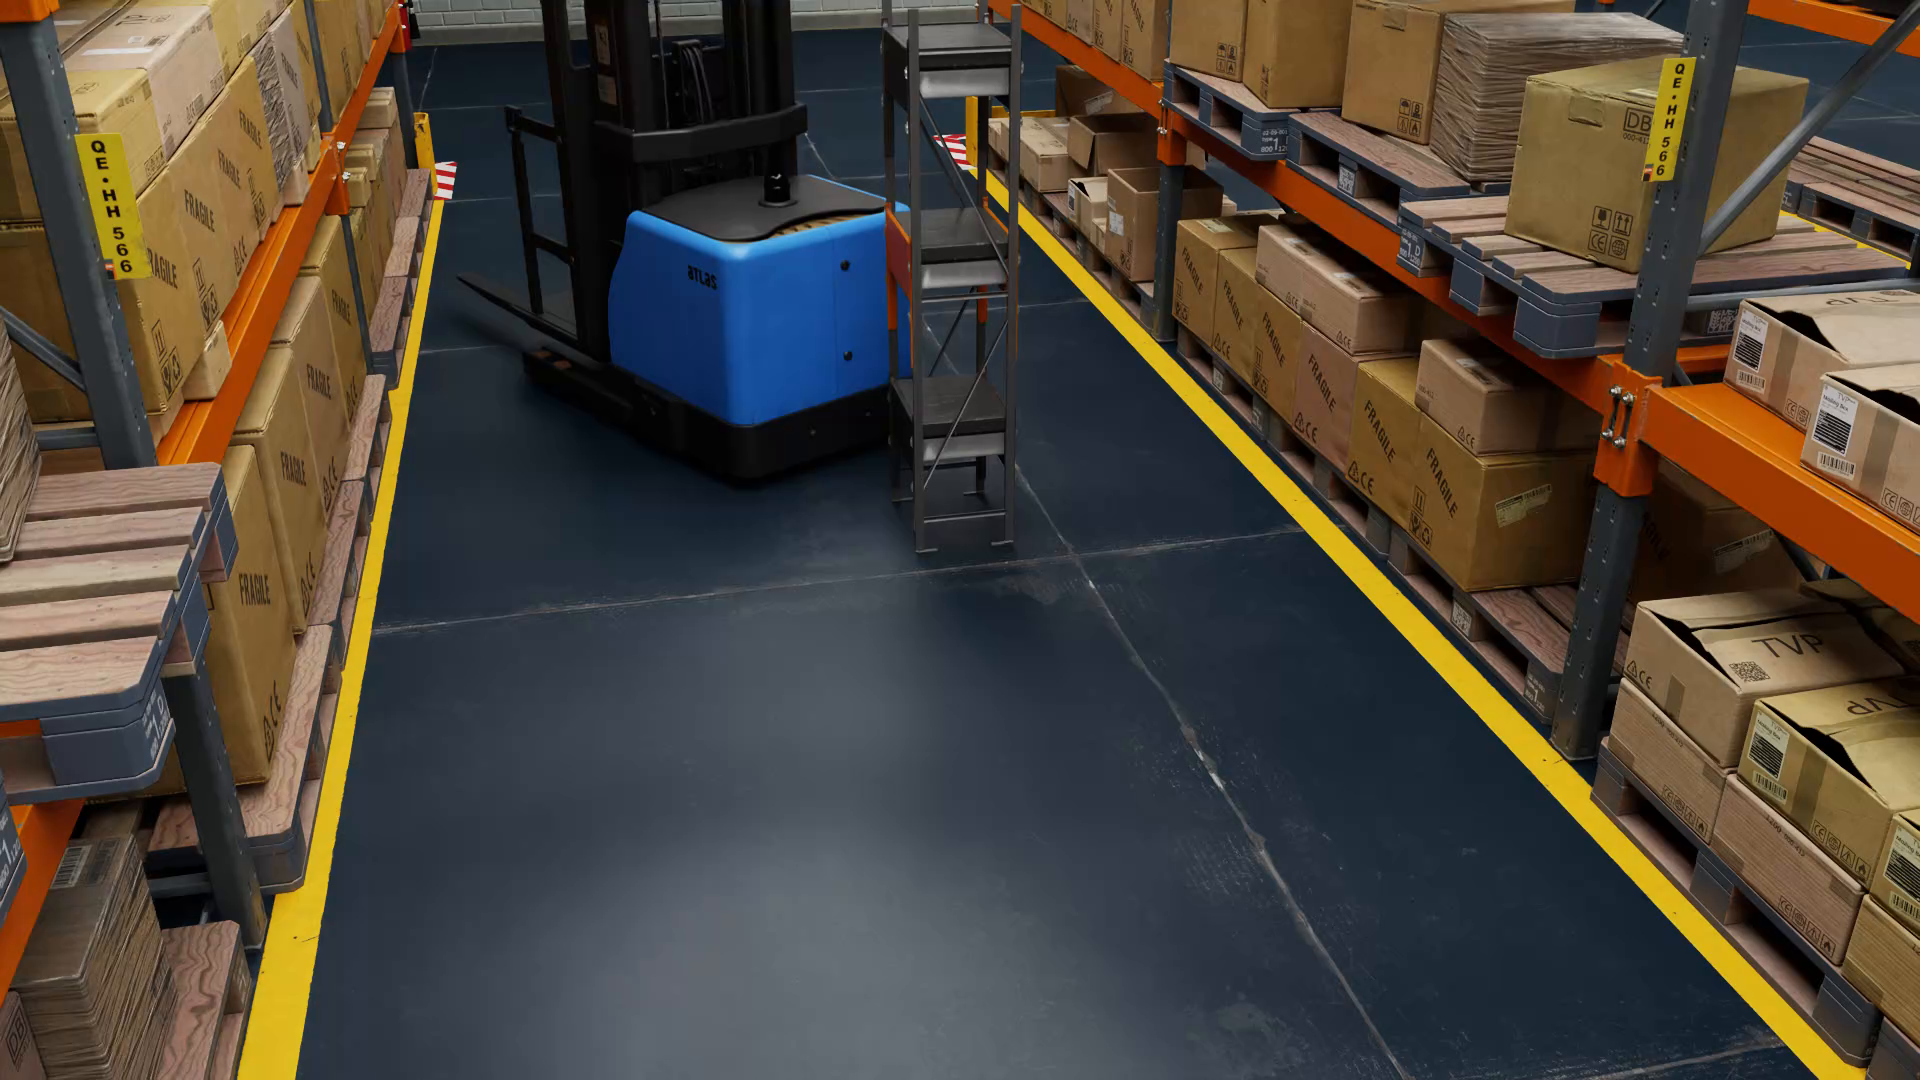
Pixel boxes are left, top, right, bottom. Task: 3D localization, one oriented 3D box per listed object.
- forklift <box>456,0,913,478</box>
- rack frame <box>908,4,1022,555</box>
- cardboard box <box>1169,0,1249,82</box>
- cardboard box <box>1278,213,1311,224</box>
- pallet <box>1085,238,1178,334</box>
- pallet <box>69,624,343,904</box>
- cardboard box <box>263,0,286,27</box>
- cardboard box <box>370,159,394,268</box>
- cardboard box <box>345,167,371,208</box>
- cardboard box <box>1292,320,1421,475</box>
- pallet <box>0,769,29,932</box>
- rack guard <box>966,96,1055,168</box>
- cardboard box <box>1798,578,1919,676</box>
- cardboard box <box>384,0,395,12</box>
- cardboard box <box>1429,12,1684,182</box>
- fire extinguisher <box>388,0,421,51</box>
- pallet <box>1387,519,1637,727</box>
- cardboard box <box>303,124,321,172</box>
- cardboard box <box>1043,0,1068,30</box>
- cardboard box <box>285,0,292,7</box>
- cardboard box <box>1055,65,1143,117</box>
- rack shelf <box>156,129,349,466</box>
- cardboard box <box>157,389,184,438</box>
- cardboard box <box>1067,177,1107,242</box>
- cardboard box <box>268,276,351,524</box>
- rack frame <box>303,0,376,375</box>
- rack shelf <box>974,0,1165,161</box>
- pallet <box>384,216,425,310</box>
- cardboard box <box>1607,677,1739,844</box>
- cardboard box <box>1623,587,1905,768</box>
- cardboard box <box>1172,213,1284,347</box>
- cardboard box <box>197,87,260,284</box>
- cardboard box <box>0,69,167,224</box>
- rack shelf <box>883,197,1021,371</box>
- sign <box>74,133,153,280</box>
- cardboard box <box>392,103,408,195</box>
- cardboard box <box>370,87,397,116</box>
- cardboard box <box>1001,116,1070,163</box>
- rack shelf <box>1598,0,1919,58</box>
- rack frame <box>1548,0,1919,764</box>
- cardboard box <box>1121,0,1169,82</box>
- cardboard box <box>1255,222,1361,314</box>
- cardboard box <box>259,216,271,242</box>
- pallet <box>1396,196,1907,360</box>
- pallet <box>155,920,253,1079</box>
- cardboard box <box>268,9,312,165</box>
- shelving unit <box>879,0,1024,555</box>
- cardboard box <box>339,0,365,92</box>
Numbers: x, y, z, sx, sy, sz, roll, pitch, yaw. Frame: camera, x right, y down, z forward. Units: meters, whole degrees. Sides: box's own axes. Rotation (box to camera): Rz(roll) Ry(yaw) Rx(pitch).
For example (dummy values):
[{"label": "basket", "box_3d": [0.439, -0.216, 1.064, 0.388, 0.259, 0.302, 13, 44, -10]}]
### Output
[{"label": "forklift", "box_3d": [-1.525, -2.157, 7.770, 1.130, 2.935, 3.031, -22, 34, -36]}, {"label": "rack frame", "box_3d": [0.018, -0.903, 6.209, 0.400, 2.100, 0.015, -6, 27, -12]}, {"label": "cardboard box", "box_3d": [1.411, -2.456, 7.711, 0.700, 0.500, 0.500, -16, 31, -29]}, {"label": "cardboard box", "box_3d": [1.913, -1.348, 8.378, 0.500, 0.500, 0.500, -6, 27, -12]}, {"label": "pallet", "box_3d": [1.369, -1.512, 9.511, 1.003, 0.211, 1.213, -6, 27, -12]}, {"label": "pallet", "box_3d": [-2.506, 0.697, 5.135, 1.003, 0.211, 1.213, -6, 27, -12]}, {"label": "cardboard box", "box_3d": [-2.843, -2.067, 6.221, 0.500, 0.250, 0.500, -5, 27, -10]}, {"label": "cardboard box", "box_3d": [-3.595, -1.807, 9.309, 0.700, 0.500, 0.500, -5, 27, -10]}, {"label": "cardboard box", "box_3d": [-3.271, -1.819, 8.613, 0.380, 0.149, 0.250, -5, 27, -10]}, {"label": "cardboard box", "box_3d": [1.744, -0.623, 6.942, 0.500, 0.500, 0.500, -7, 28, -14]}, {"label": "pallet", "box_3d": [-1.916, 0.756, 2.136, 1.003, 0.211, 1.213, -6, 27, -12]}, {"label": "rack guard", "box_3d": [0.638, -3.062, 12.261, 1.175, 0.500, 0.348, -6, 27, -12]}, {"label": "cardboard box", "box_3d": [2.782, 0.296, 4.799, 0.500, 0.311, 0.500, -5, 27, -10]}, {"label": "cardboard box", "box_3d": [-4.080, -3.617, 10.255, 0.980, 0.700, 0.700, -5, 27, -9]}, {"label": "cardboard box", "box_3d": [2.152, -1.617, 6.048, 0.700, 0.500, 0.500, -1, 27, -2]}, {"label": "fire extinguisher", "box_3d": [-3.789, -3.618, 11.090, 0.296, 0.674, 0.183, -6, 27, -12]}, {"label": "pallet", "box_3d": [2.292, 0.214, 6.091, 1.003, 0.211, 1.213, -6, 27, -12]}, {"label": "cardboard box", "box_3d": [-2.871, -1.619, 6.885, 0.380, 0.149, 0.250, -5, 27, -11]}, {"label": "cardboard box", "box_3d": [0.807, -3.368, 9.983, 0.500, 0.500, 0.500, -6, 27, -11]}, {"label": "cardboard box", "box_3d": [-2.949, -2.292, 6.667, 0.500, 0.250, 0.500, -5, 27, -10]}, {"label": "cardboard box", "box_3d": [0.984, -3.078, 11.805, 0.500, 0.500, 0.500, -6, 27, -12]}, {"label": "rack shelf", "box_3d": [-2.852, -0.751, 5.708, 1.077, 0.370, 4.000, -6, 27, -12]}, {"label": "cardboard box", "box_3d": [-2.298, -0.371, 4.412, 0.380, 0.149, 0.250, -6, 27, -11]}, {"label": "cardboard box", "box_3d": [0.949, -2.002, 9.883, 0.500, 0.311, 0.500, -6, 27, -12]}, {"label": "cardboard box", "box_3d": [-2.827, -0.516, 6.363, 0.750, 0.750, 0.750, -5, 27, -10]}, {"label": "rack frame", "box_3d": [-3.303, -1.950, 7.285, 1.000, 3.000, 0.127, -6, 27, -12]}, {"label": "rack shelf", "box_3d": [1.072, -3.012, 10.187, 1.077, 0.370, 4.000, -6, 27, -12]}, {"label": "pallet", "box_3d": [-3.677, -1.584, 9.654, 1.003, 0.211, 1.213, -6, 27, -12]}, {"label": "cardboard box", "box_3d": [2.256, 0.601, 4.816, 0.500, 0.250, 0.500, -6, 27, -12]}, {"label": "cardboard box", "box_3d": [2.256, 0.350, 4.690, 0.500, 0.311, 0.500, -5, 27, -10]}, {"label": "cardboard box", "box_3d": [1.394, -1.298, 8.279, 0.500, 0.500, 0.500, -7, 28, -14]}, {"label": "cardboard box", "box_3d": [-2.481, -1.069, 5.075, 0.500, 0.500, 0.500, -6, 27, -12]}, {"label": "cardboard box", "box_3d": [-2.259, -0.954, 4.015, 0.500, 0.250, 0.500, -5, 27, -10]}, {"label": "rack shelf", "box_3d": [-0.037, -0.998, 6.427, 0.431, 0.518, 0.480, -6, 27, -12]}, {"label": "sign", "box_3d": [-1.875, -0.735, 3.680, 0.100, 0.325, 0.005, -6, 27, -12]}, {"label": "cardboard box", "box_3d": [-3.949, -2.481, 10.644, 0.700, 0.500, 0.500, -6, 27, -12]}, {"label": "cardboard box", "box_3d": [-3.743, -2.733, 10.423, 0.380, 0.149, 0.250, -6, 27, -12]}, {"label": "cardboard box", "box_3d": [0.580, -2.693, 11.320, 0.500, 0.250, 0.500, -6, 27, -12]}, {"label": "rack shelf", "box_3d": [5.898, -3.513, 11.180, 1.077, 0.370, 4.000, -6, 27, -12]}, {"label": "rack frame", "box_3d": [2.424, -0.699, 4.806, 1.000, 3.000, 0.127, -6, 27, -12]}, {"label": "cardboard box", "box_3d": [1.160, -2.693, 8.646, 0.500, 0.500, 0.500, -6, 27, -11]}, {"label": "cardboard box", "box_3d": [1.619, -1.194, 7.241, 0.500, 0.250, 0.500, -6, 27, -11]}, {"label": "cardboard box", "box_3d": [-2.707, -1.165, 5.986, 0.380, 0.149, 0.250, -7, 28, -13]}, {"label": "pallet", "box_3d": [2.203, -0.904, 5.425, 1.213, 0.211, 1.003, -6, 27, -12]}, {"label": "pallet", "box_3d": [-2.227, 1.394, 3.755, 1.003, 0.211, 1.213, -6, 27, -12]}, {"label": "cardboard box", "box_3d": [-2.829, -1.737, 6.399, 0.500, 0.500, 0.500, -6, 27, -11]}, {"label": "shelving unit", "box_3d": [-0.037, -1.010, 6.421, 0.431, 2.100, 0.503, -6, 27, -12]}, {"label": "cardboard box", "box_3d": [-3.568, -2.645, 8.329, 0.980, 0.700, 0.700, -7, 28, -13]}]
